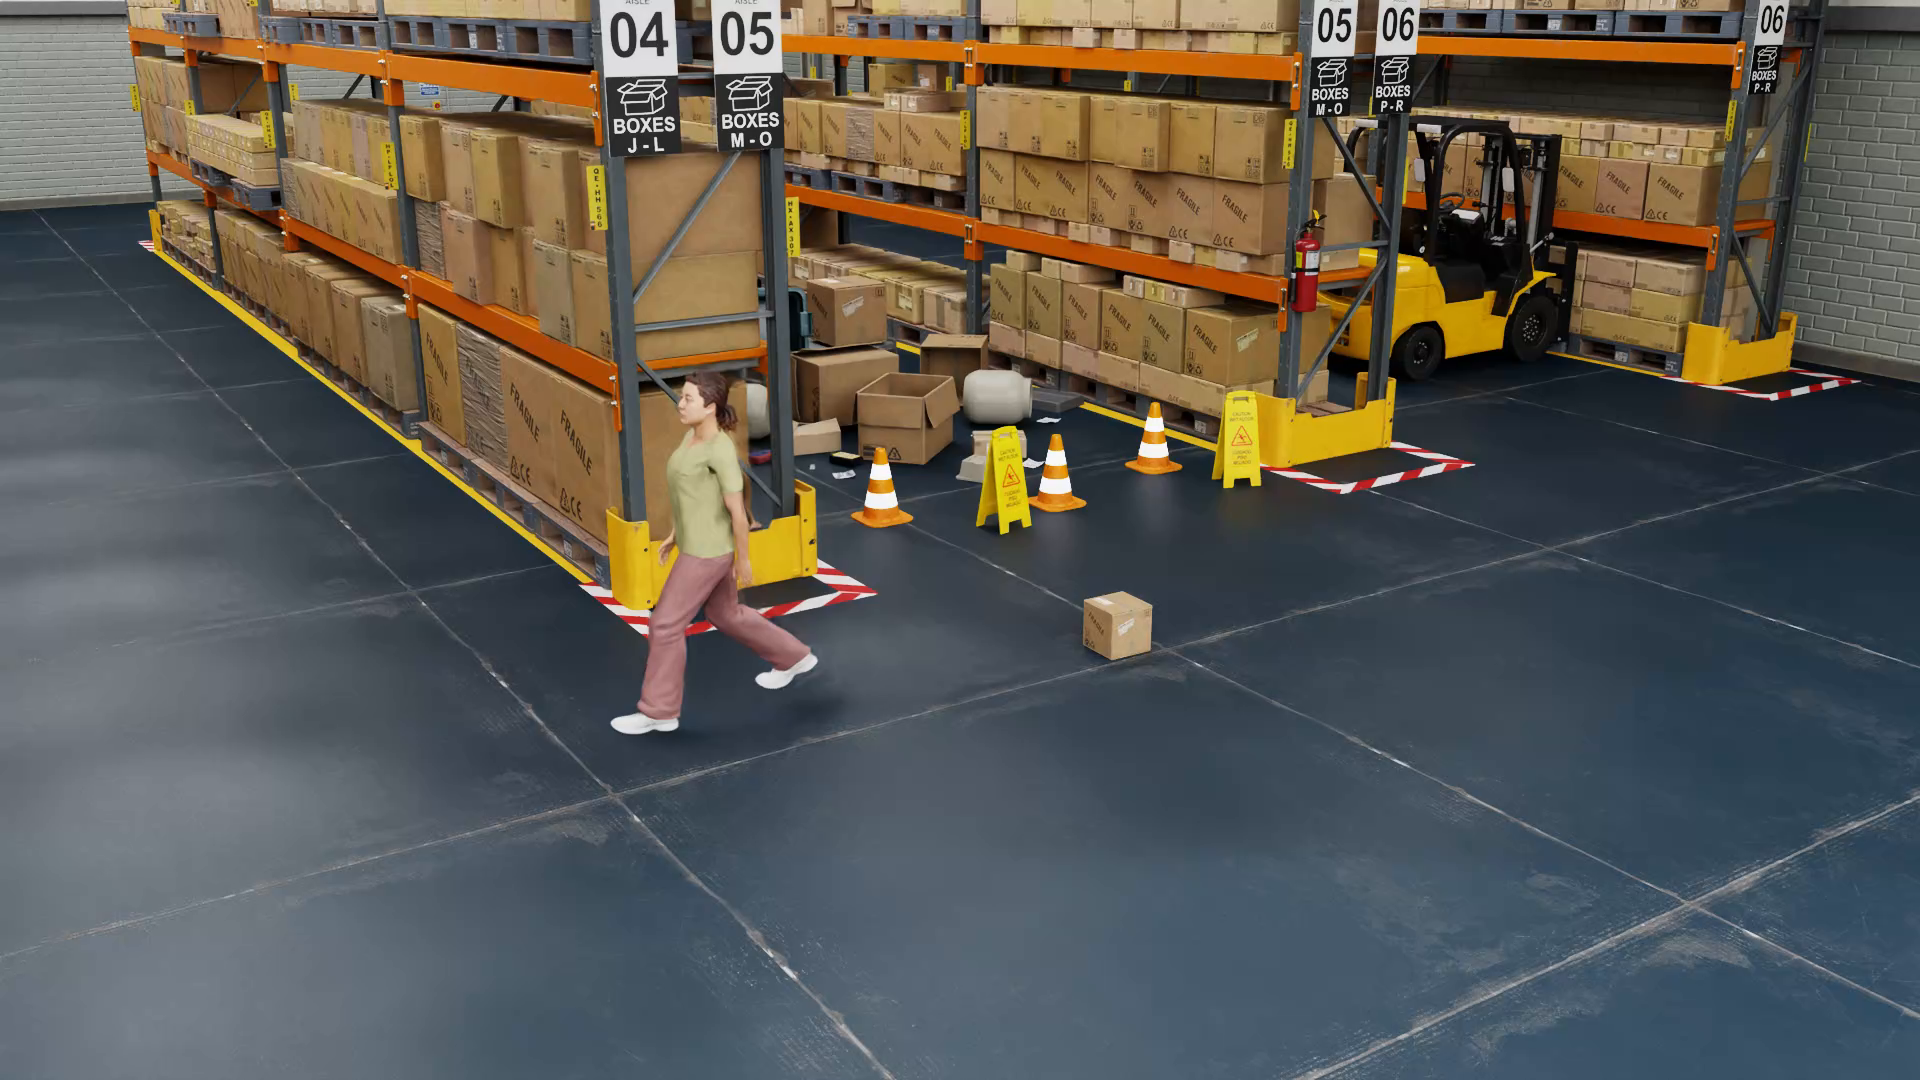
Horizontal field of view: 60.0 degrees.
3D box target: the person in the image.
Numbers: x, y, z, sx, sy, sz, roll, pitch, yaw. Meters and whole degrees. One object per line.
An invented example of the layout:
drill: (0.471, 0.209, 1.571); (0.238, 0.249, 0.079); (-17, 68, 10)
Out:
person: (-1.119, 0.036, 7.443); (1.002, 1.624, 0.442); (-7, 19, -20)
